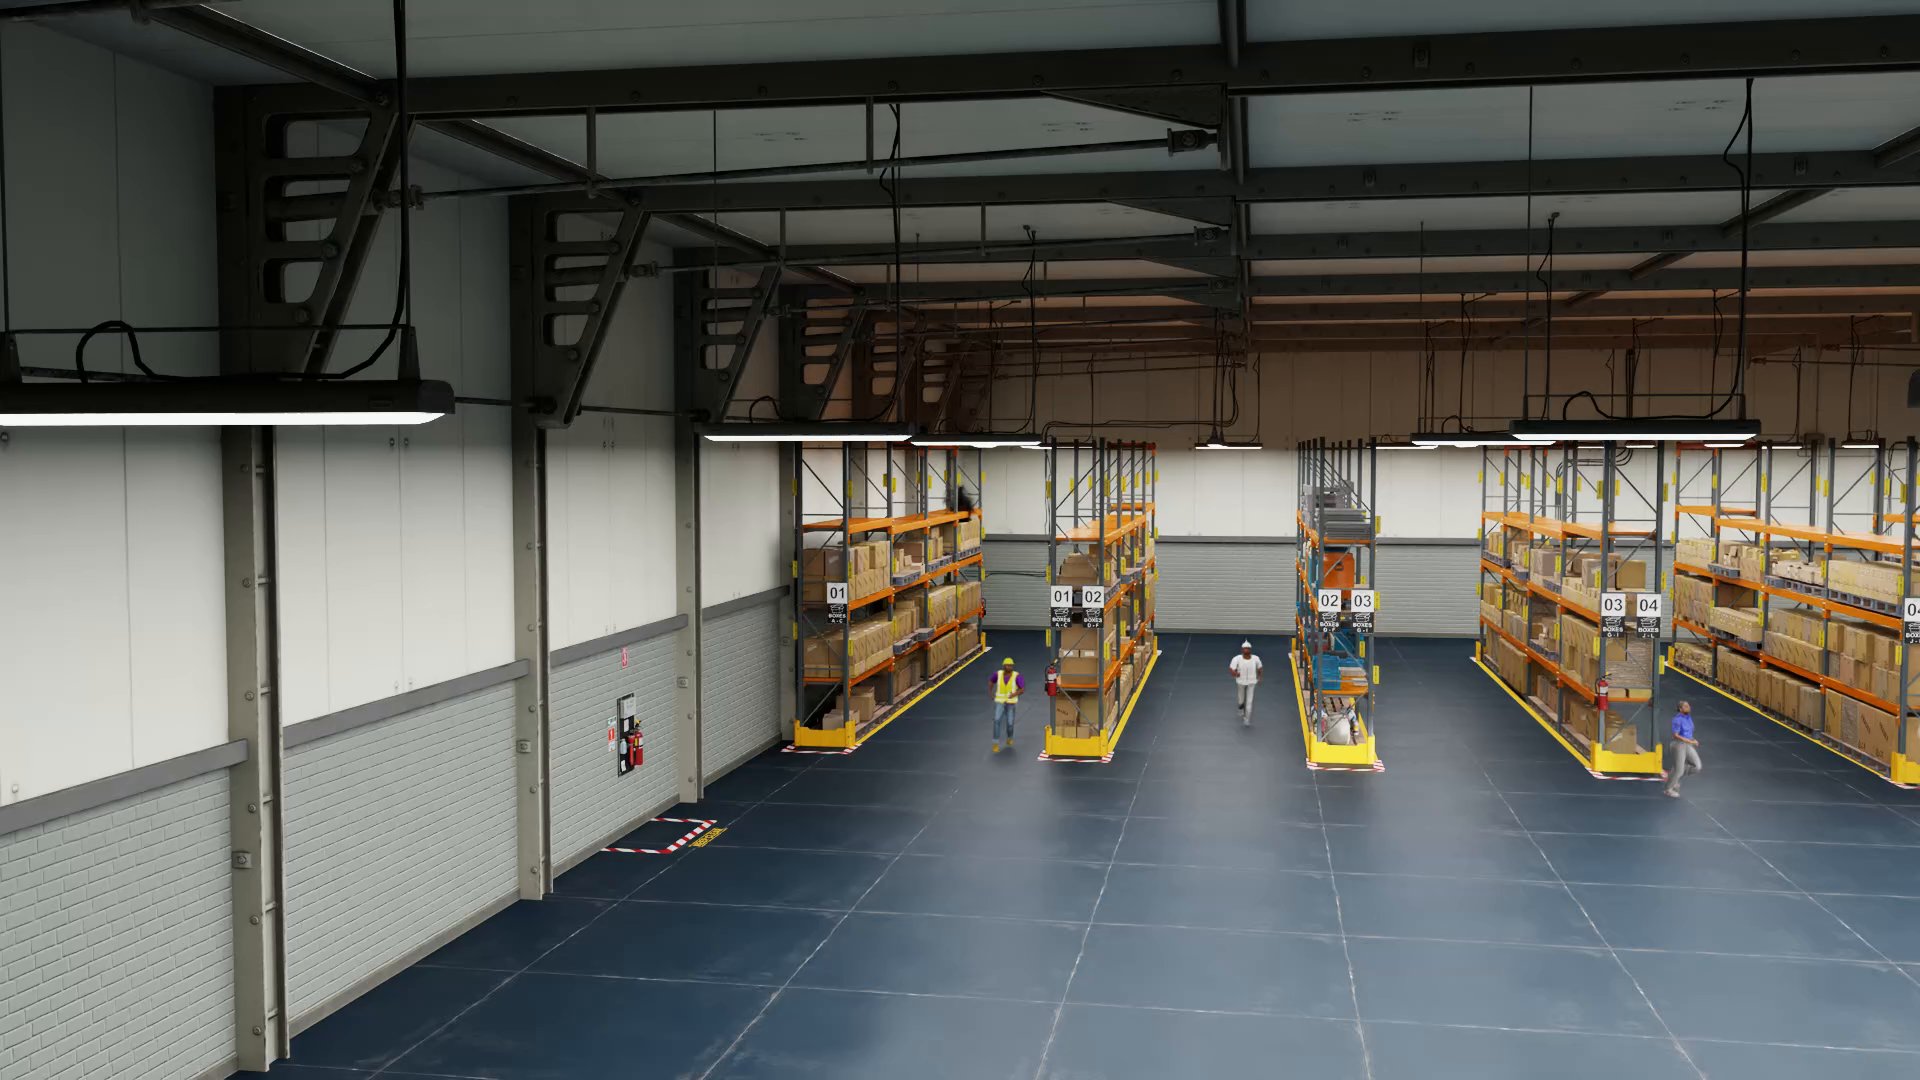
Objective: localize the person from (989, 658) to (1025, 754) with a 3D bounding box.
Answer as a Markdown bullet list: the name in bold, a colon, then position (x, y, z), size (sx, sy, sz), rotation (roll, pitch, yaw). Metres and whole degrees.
- **person**: position (0.901, 3.157, 31.959), size (0.703, 1.801, 0.853), rotation (0, 3, 4)

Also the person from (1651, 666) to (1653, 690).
- **person**: position (16.435, 2.778, 39.664), size (0.612, 1.634, 0.894), rotation (0, 3, 3)

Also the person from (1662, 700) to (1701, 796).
- **person**: position (12.029, 3.462, 27.602), size (0.605, 1.601, 0.680), rotation (-2, 4, -34)

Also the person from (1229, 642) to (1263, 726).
- **person**: position (6.012, 3.003, 34.938), size (0.708, 1.732, 0.733), rotation (0, 3, 5)
